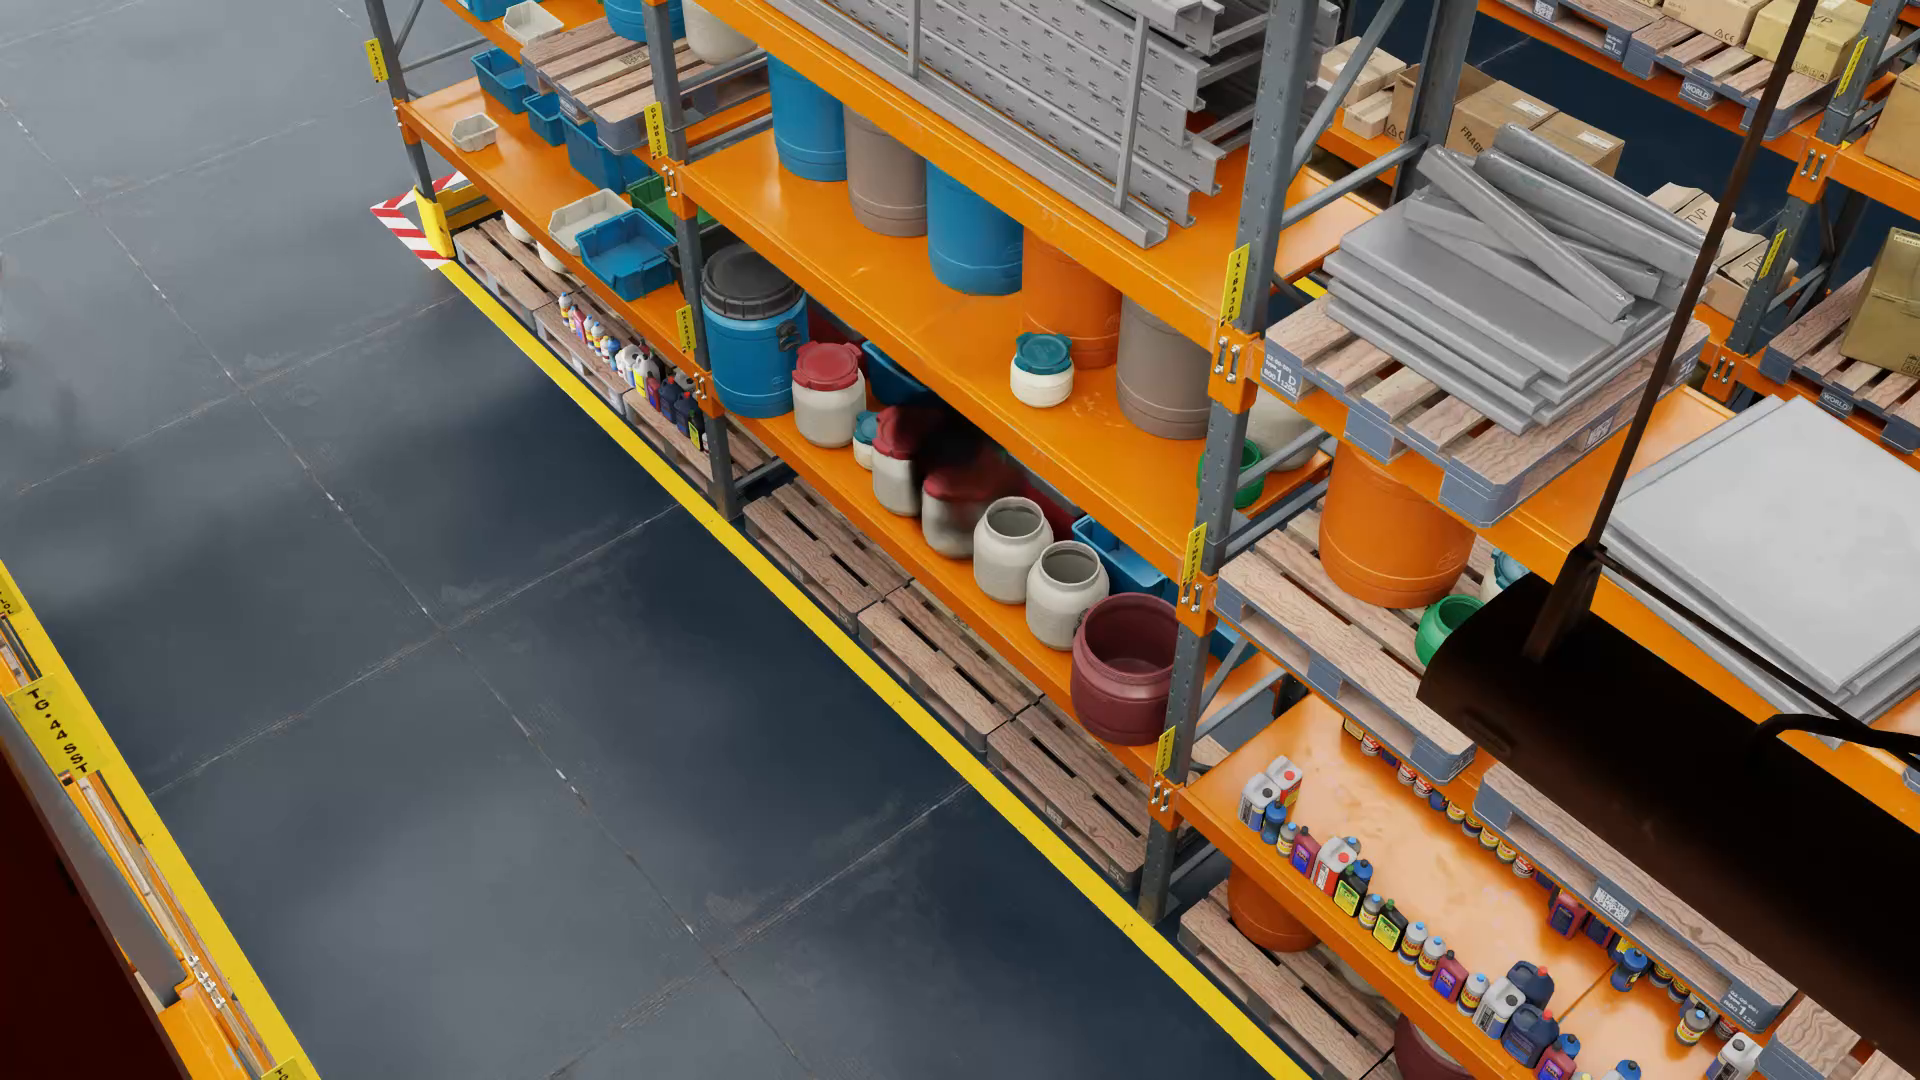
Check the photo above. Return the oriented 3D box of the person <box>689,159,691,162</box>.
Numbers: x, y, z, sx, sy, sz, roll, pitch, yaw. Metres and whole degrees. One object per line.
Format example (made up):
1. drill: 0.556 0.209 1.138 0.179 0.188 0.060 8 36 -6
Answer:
1. person: -2.513 -3.763 13.456 0.597 1.705 0.584 32 54 27
